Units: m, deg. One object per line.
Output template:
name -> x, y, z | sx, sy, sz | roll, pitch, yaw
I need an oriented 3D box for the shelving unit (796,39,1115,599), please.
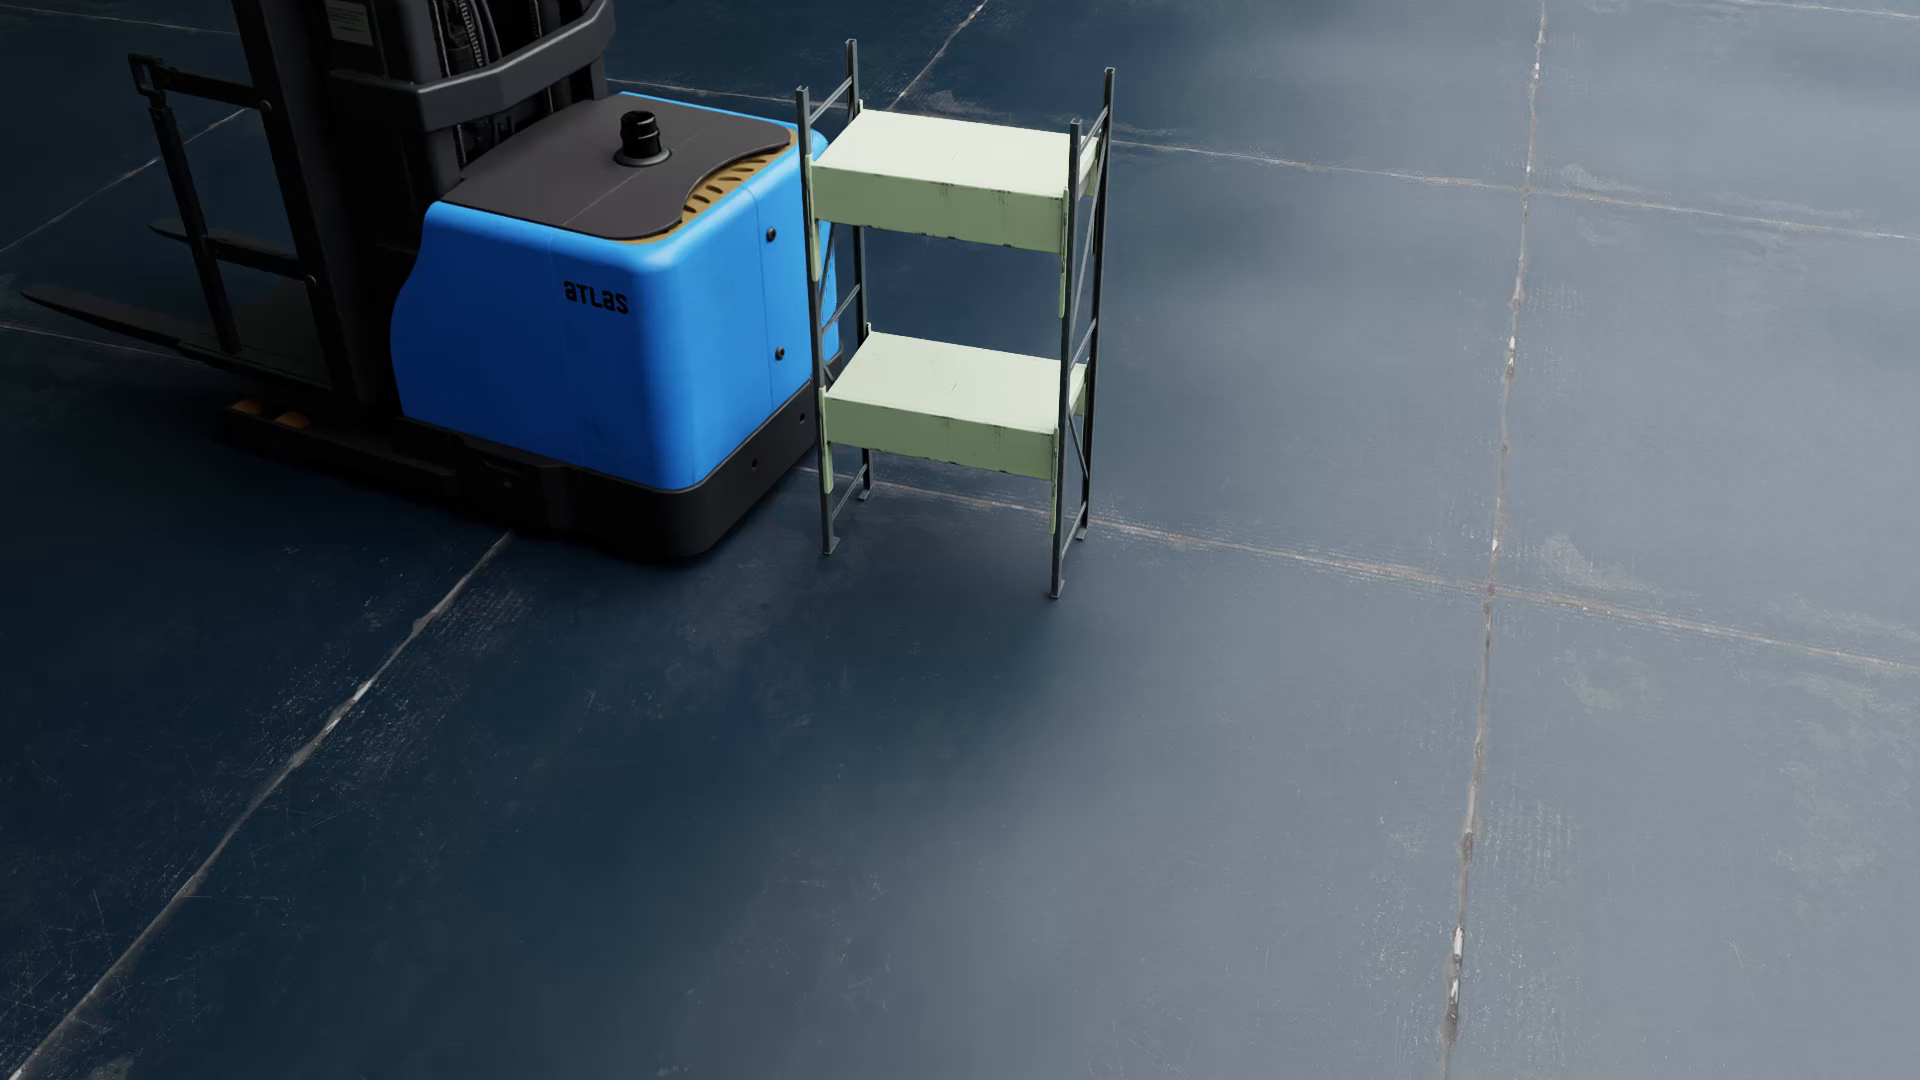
shelving unit -> -0.006, -0.605, 4.807 | 0.755, 1.500, 0.431 | 10, 38, 14

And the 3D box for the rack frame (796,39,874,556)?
rack frame -> -0.356, -0.670, 4.895 | 0.023, 1.500, 0.400 | 10, 38, 14

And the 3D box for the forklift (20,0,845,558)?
forklift -> -1.951, -1.712, 5.103 | 3.031, 2.935, 1.130 | 16, 39, 20

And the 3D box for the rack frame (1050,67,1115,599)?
rack frame -> 0.343, -0.541, 4.719 | 0.023, 1.500, 0.400 | 10, 38, 14

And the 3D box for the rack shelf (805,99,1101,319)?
rack shelf -> -0.006, -0.919, 4.576 | 0.720, 0.370, 0.431 | 10, 38, 14

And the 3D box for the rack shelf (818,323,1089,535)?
rack shelf -> -0.006, -0.343, 5.000 | 0.720, 0.370, 0.431 | 10, 38, 14
